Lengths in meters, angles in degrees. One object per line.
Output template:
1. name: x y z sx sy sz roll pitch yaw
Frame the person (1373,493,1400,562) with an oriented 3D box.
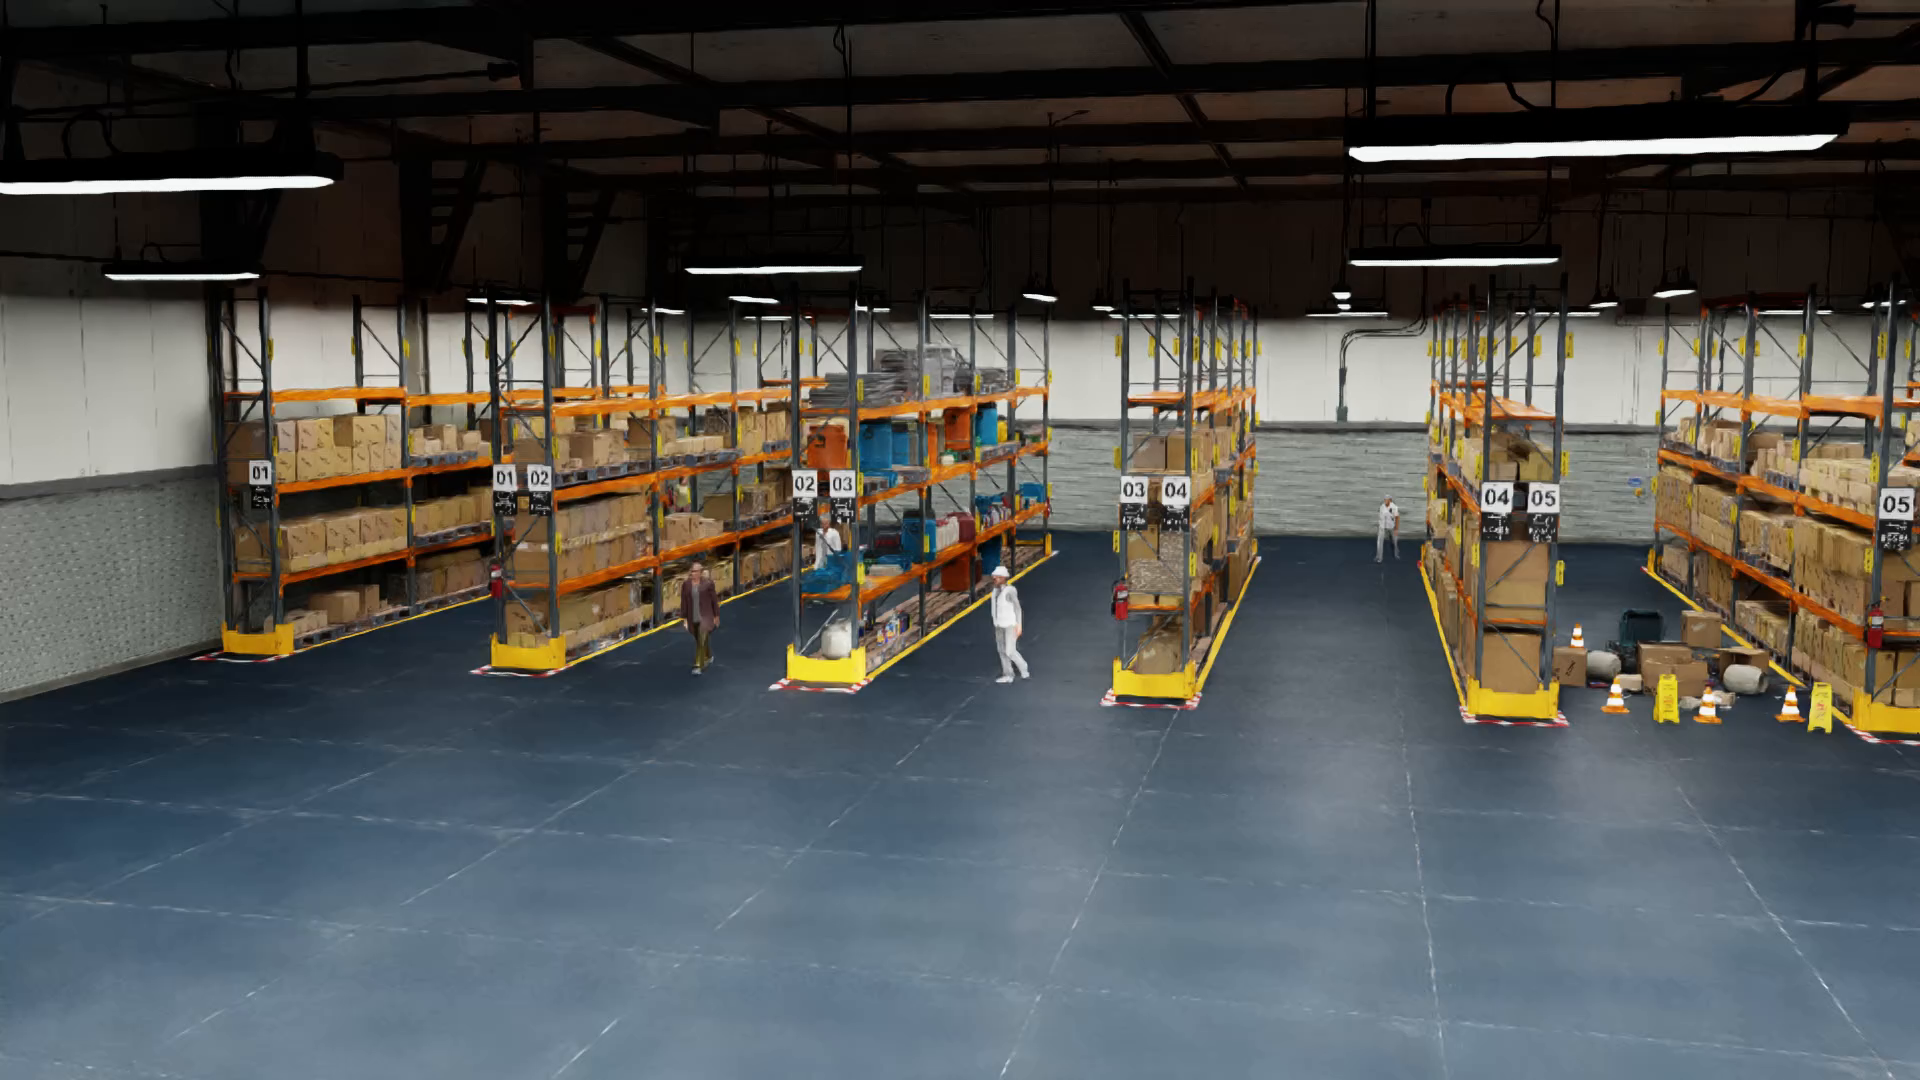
1. person: 10.105 -0.294 39.146 0.483 1.620 0.916 4 8 32

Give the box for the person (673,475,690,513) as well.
1. person: -7.459 -0.925 44.477 0.513 1.659 0.530 -3 7 -22

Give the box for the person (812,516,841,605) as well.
1. person: -2.612 0.394 32.725 0.603 1.709 1.110 1 7 12

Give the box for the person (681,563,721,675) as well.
1. person: -4.055 1.187 25.754 0.598 1.698 1.193 2 7 15

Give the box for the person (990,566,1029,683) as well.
1. person: 0.733 1.261 25.022 0.562 1.769 0.588 -5 8 -39
